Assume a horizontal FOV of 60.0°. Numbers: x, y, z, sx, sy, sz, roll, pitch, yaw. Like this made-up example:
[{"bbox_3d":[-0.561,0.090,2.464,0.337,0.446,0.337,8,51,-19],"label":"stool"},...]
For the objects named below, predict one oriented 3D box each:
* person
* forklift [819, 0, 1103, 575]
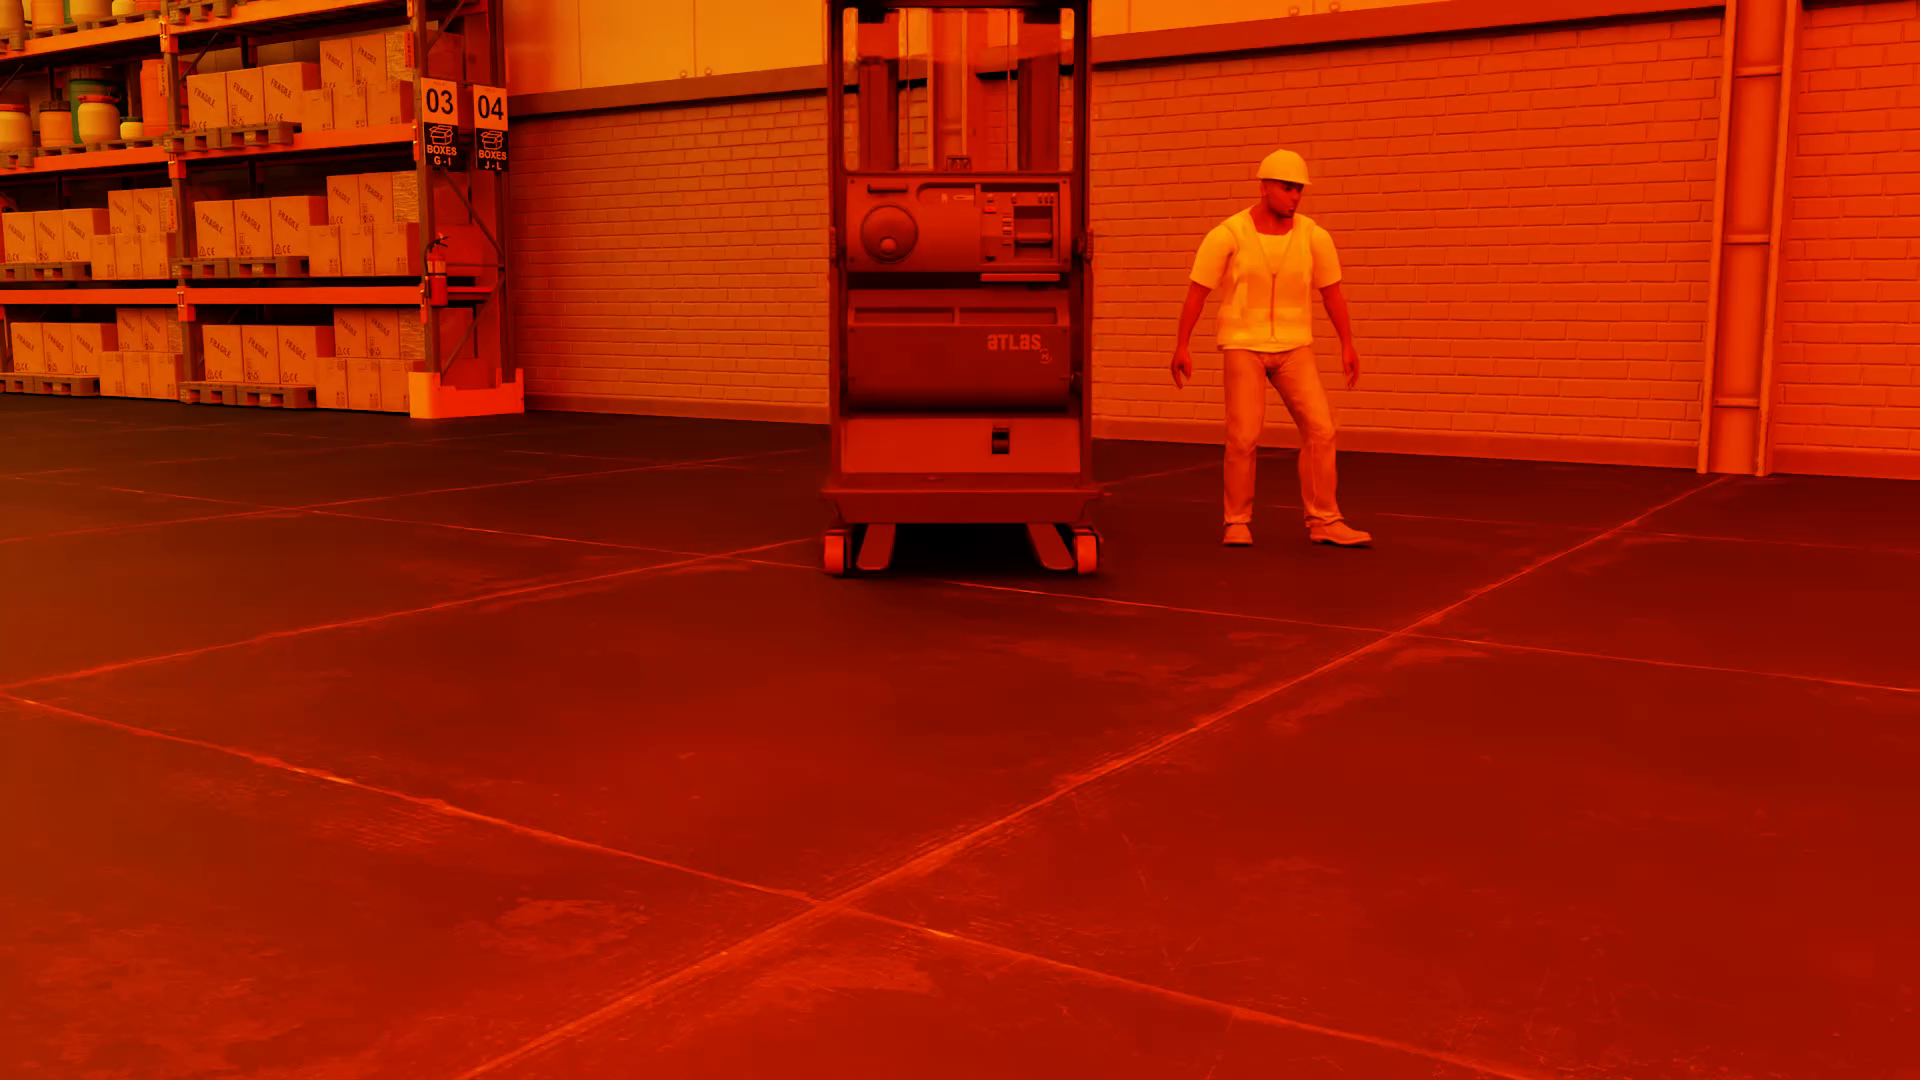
[{"bbox_3d":[1.387,-0.841,7.361,0.866,1.732,0.444,-1,8,-4],"label":"person"},{"bbox_3d":[0.000,-1.351,6.694,1.130,2.935,3.031,0,8,-1],"label":"forklift"}]
